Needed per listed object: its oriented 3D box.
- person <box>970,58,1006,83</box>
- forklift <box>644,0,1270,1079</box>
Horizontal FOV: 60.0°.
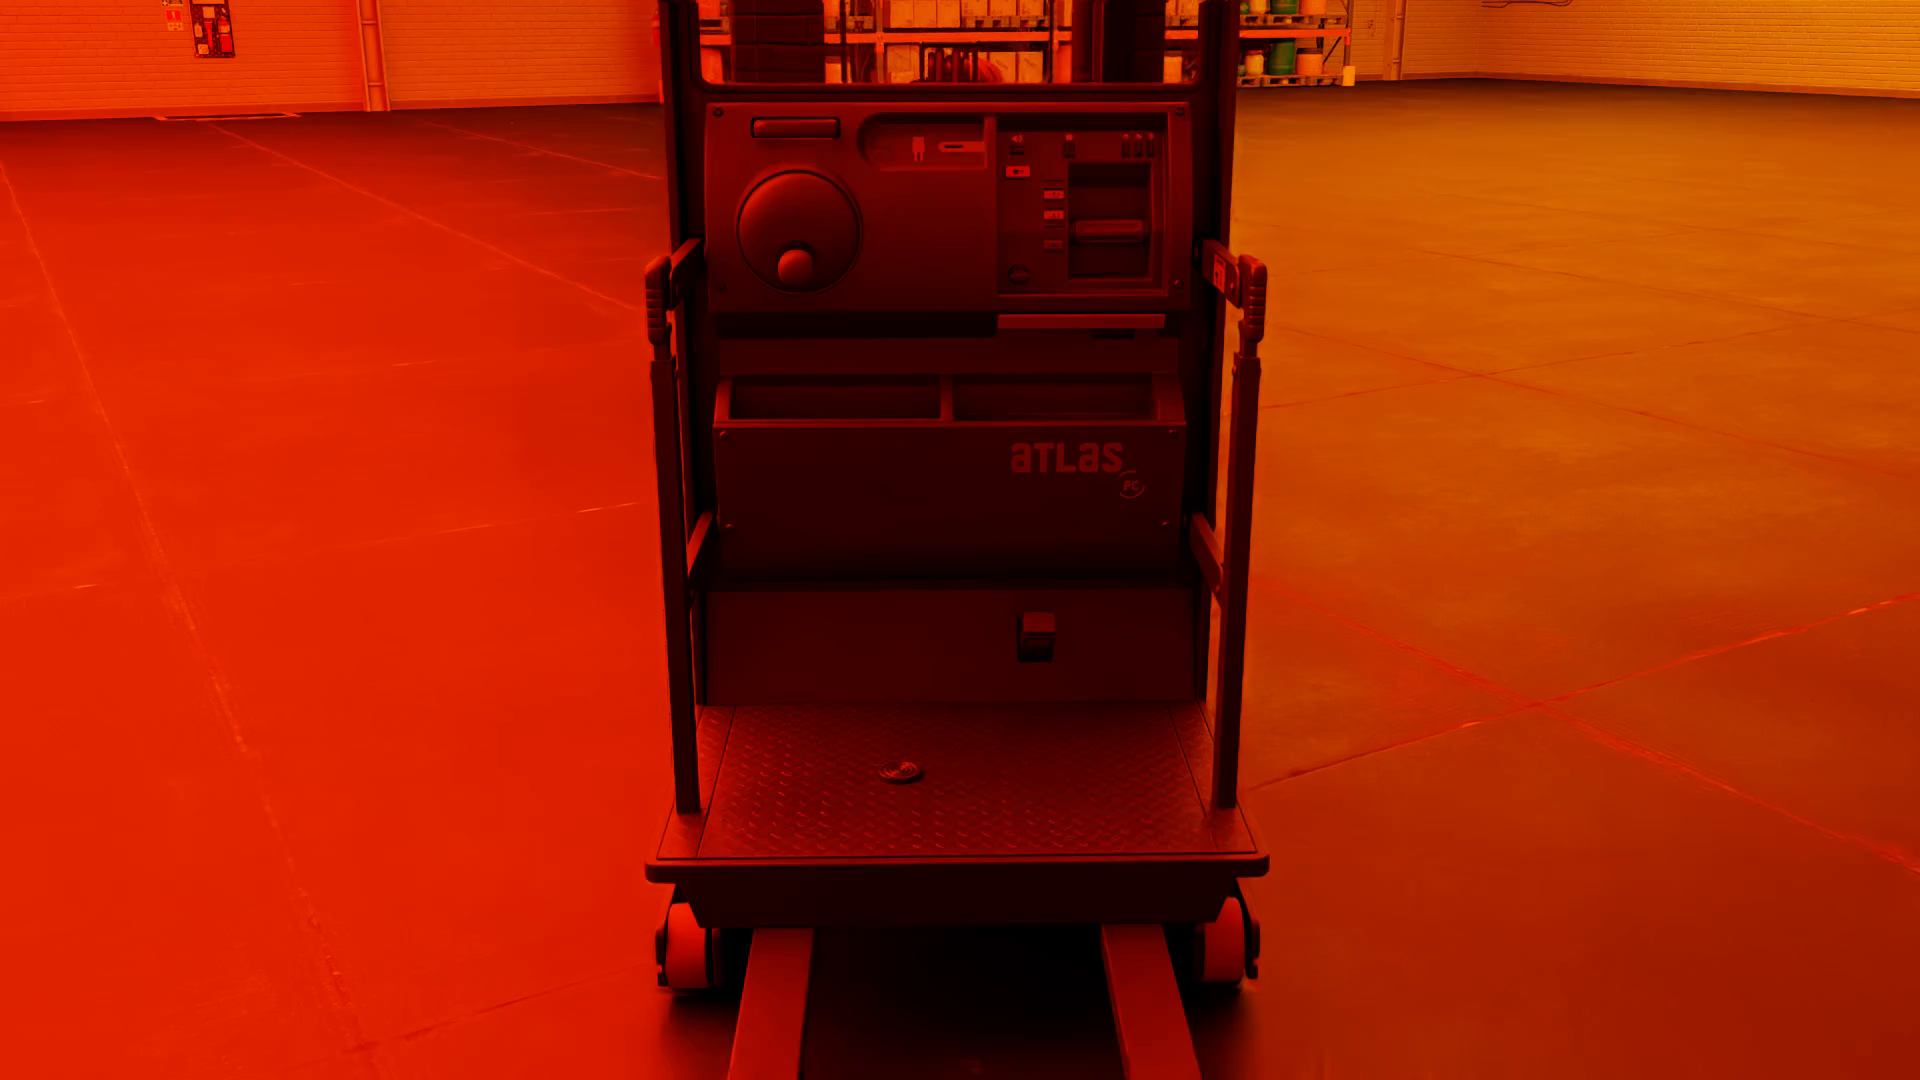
[{"bbox_3d":[-0.071,-0.753,5.491,0.474,1.583,0.519,-10,20,-29],"label":"person"},{"bbox_3d":[-0.013,-0.645,2.983,1.130,2.935,3.031,0,18,-1],"label":"forklift"}]
